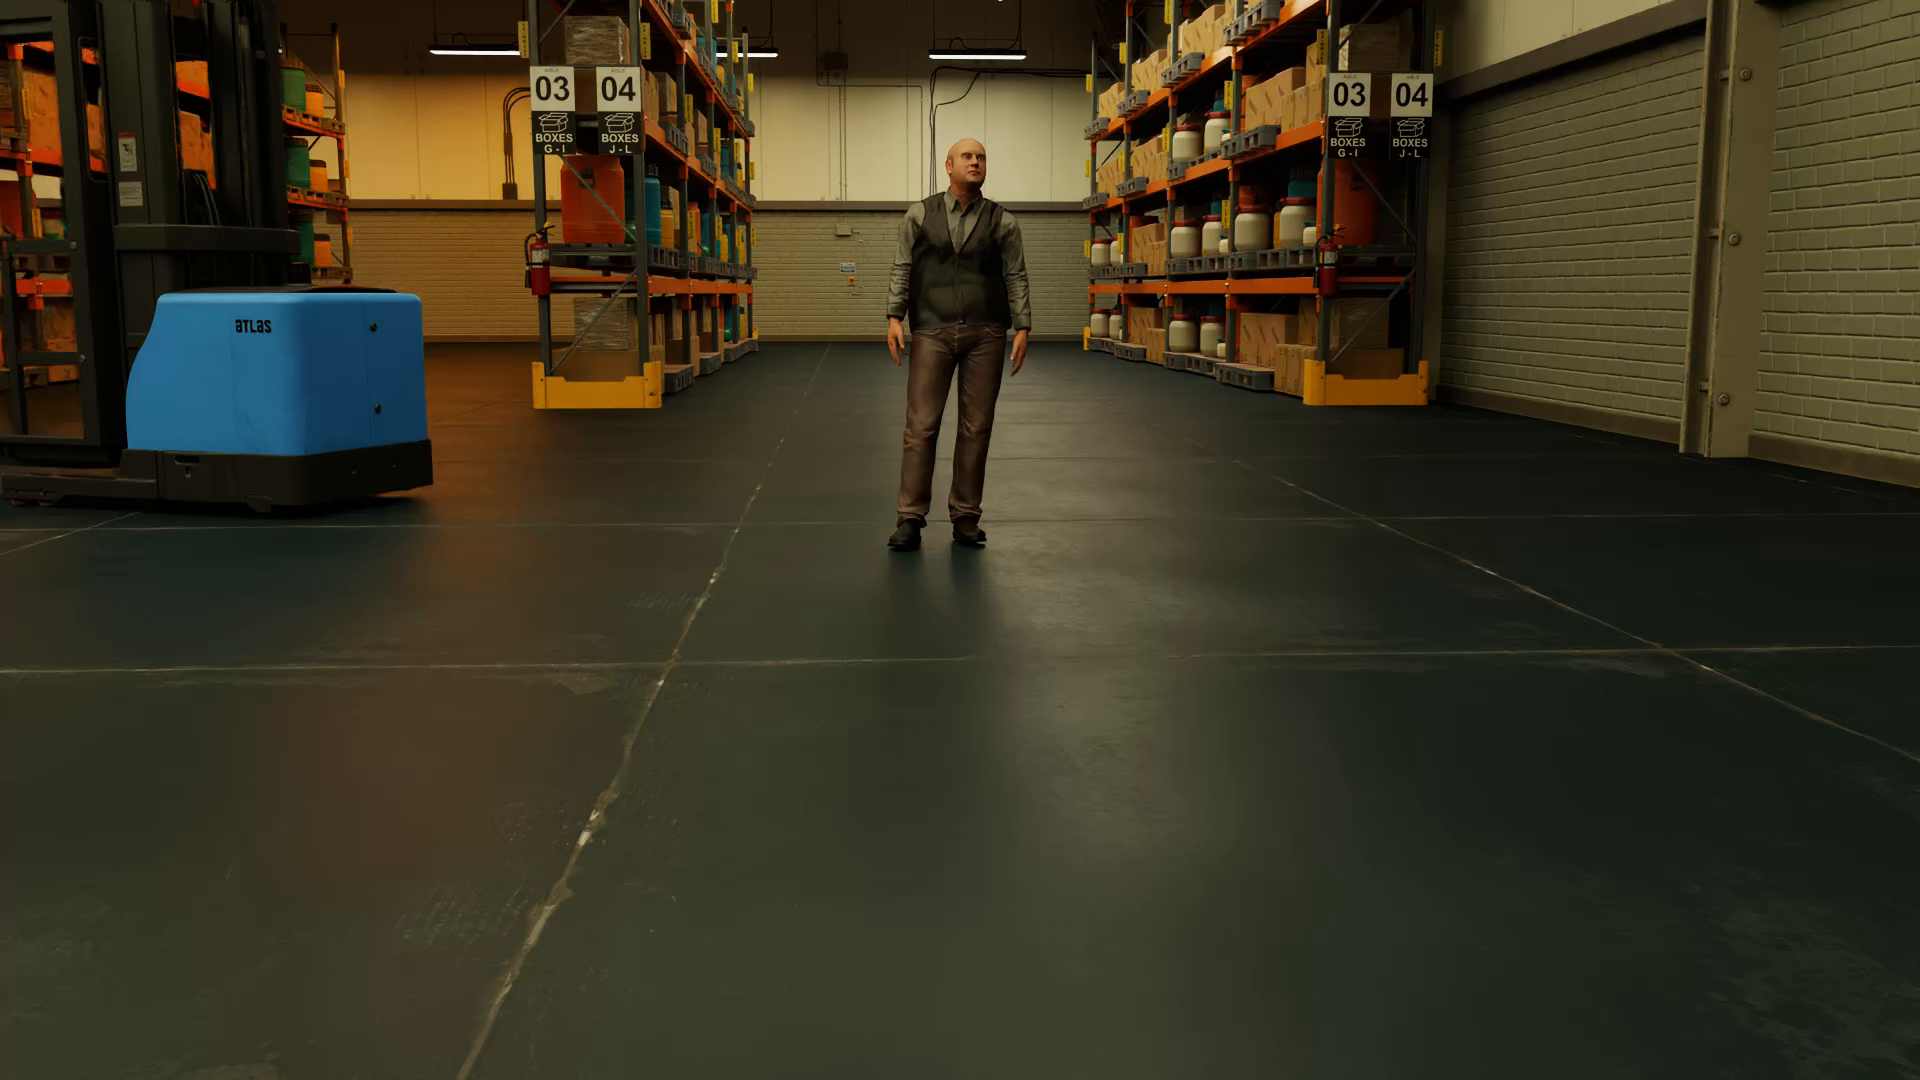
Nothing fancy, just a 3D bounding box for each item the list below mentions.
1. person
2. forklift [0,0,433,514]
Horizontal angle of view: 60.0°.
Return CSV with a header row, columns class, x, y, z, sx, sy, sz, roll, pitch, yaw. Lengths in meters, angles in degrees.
class,x,y,z,sx,sy,sz,roll,pitch,yaw
person,-0.005,-0.850,7.121,0.632,1.720,0.568,-1,8,-4
forklift,-4.362,-1.685,8.679,3.031,2.935,1.130,3,9,20
